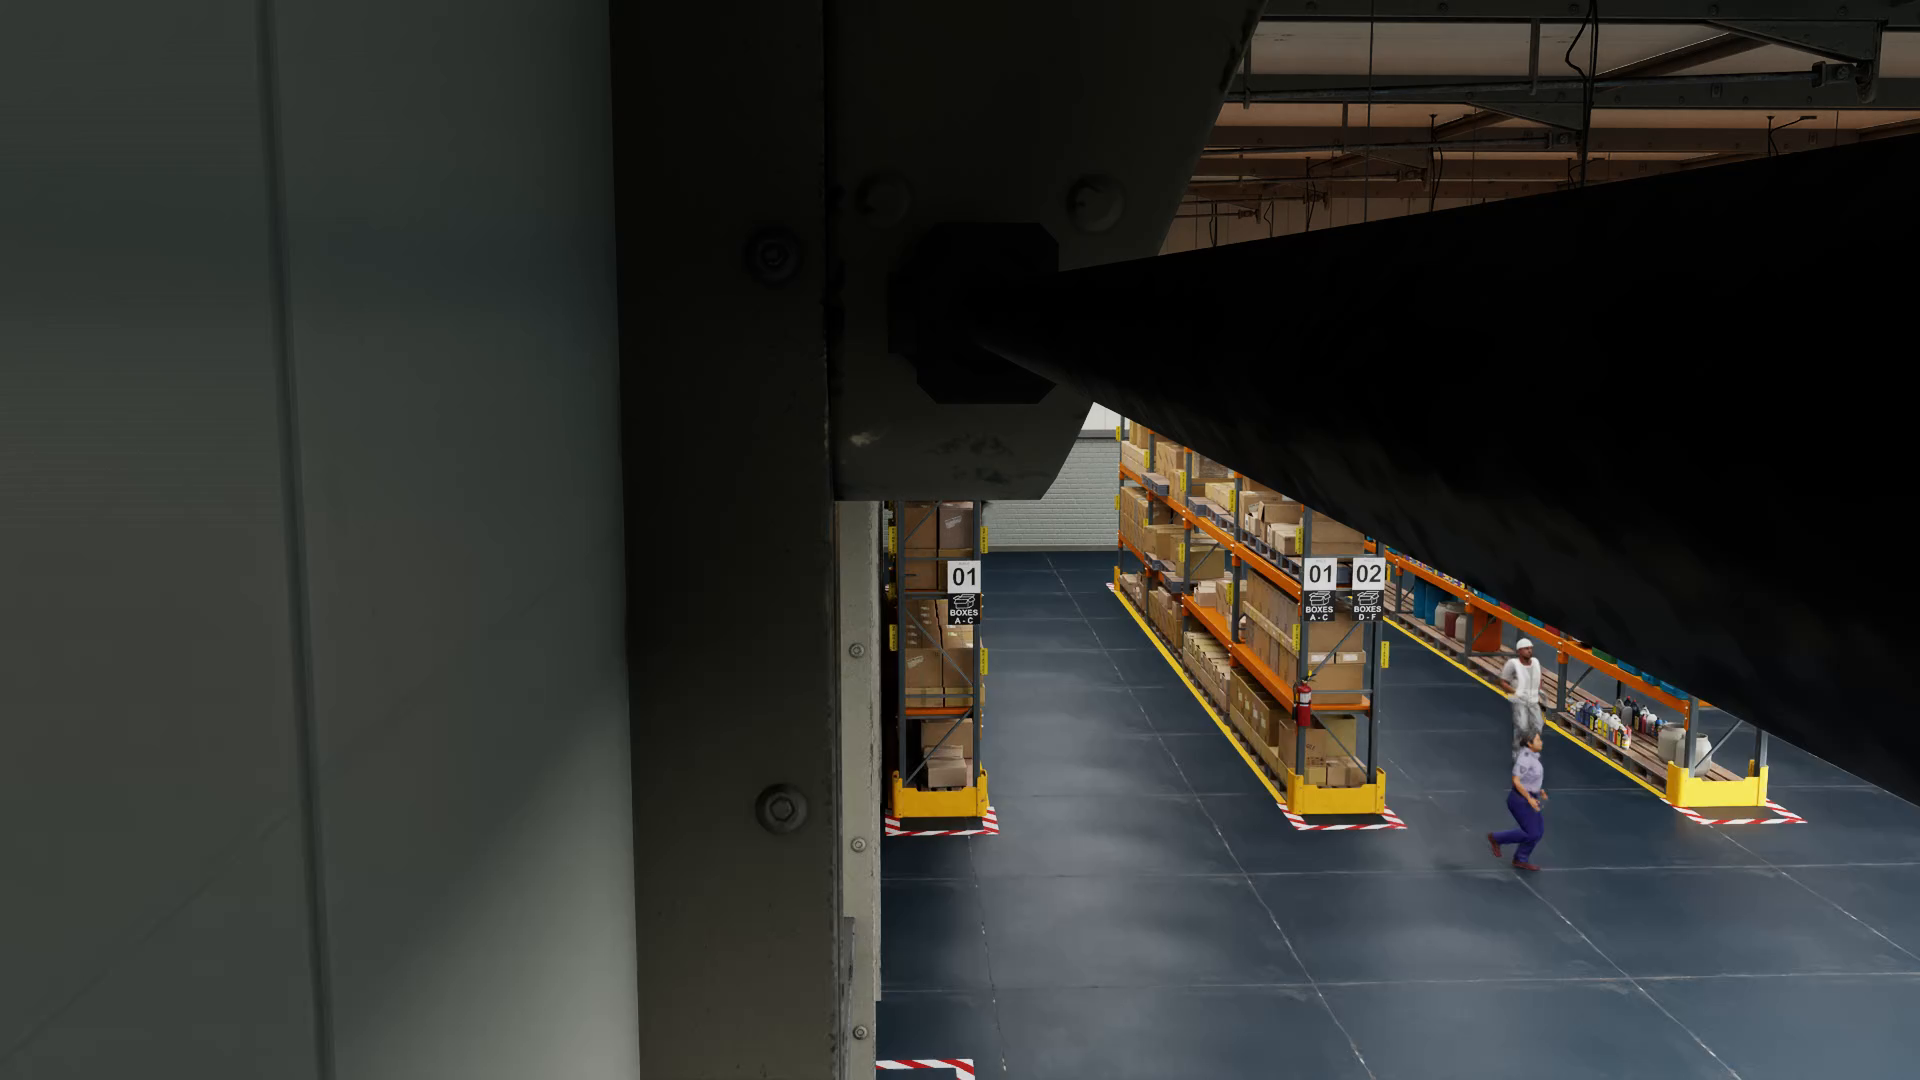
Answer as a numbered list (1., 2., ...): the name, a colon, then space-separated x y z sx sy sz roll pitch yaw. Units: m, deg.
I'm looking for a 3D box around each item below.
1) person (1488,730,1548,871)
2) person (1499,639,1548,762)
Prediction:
1. person: 6.242 2.895 18.587 0.586 1.603 0.593 4 9 26
2. person: 7.723 2.209 22.793 0.685 1.736 0.599 -2 9 -17
